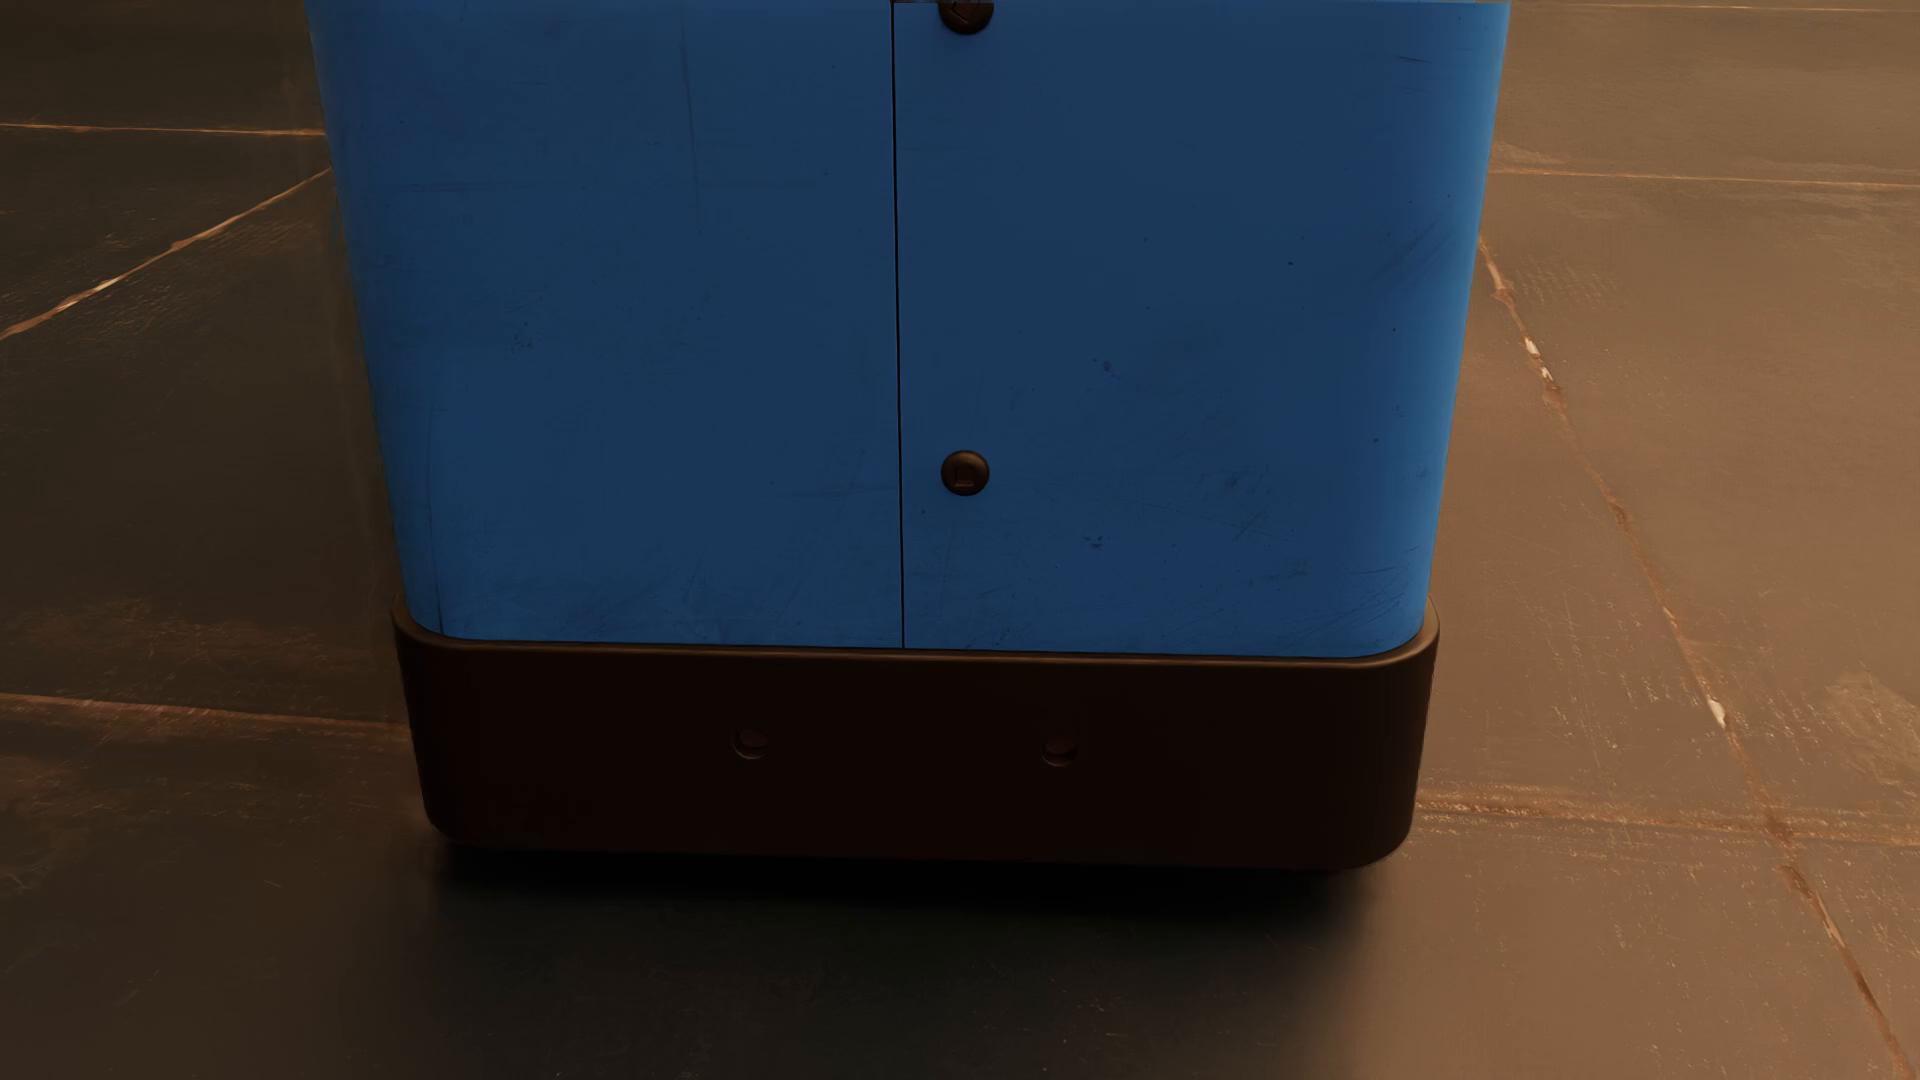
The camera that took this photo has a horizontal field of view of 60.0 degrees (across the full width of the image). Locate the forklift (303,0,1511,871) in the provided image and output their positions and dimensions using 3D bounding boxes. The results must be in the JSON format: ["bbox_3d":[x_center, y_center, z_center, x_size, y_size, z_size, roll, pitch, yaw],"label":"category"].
[{"bbox_3d":[0.009,-1.597,2.419,1.130,2.935,3.031,1,27,2],"label":"forklift"}]
